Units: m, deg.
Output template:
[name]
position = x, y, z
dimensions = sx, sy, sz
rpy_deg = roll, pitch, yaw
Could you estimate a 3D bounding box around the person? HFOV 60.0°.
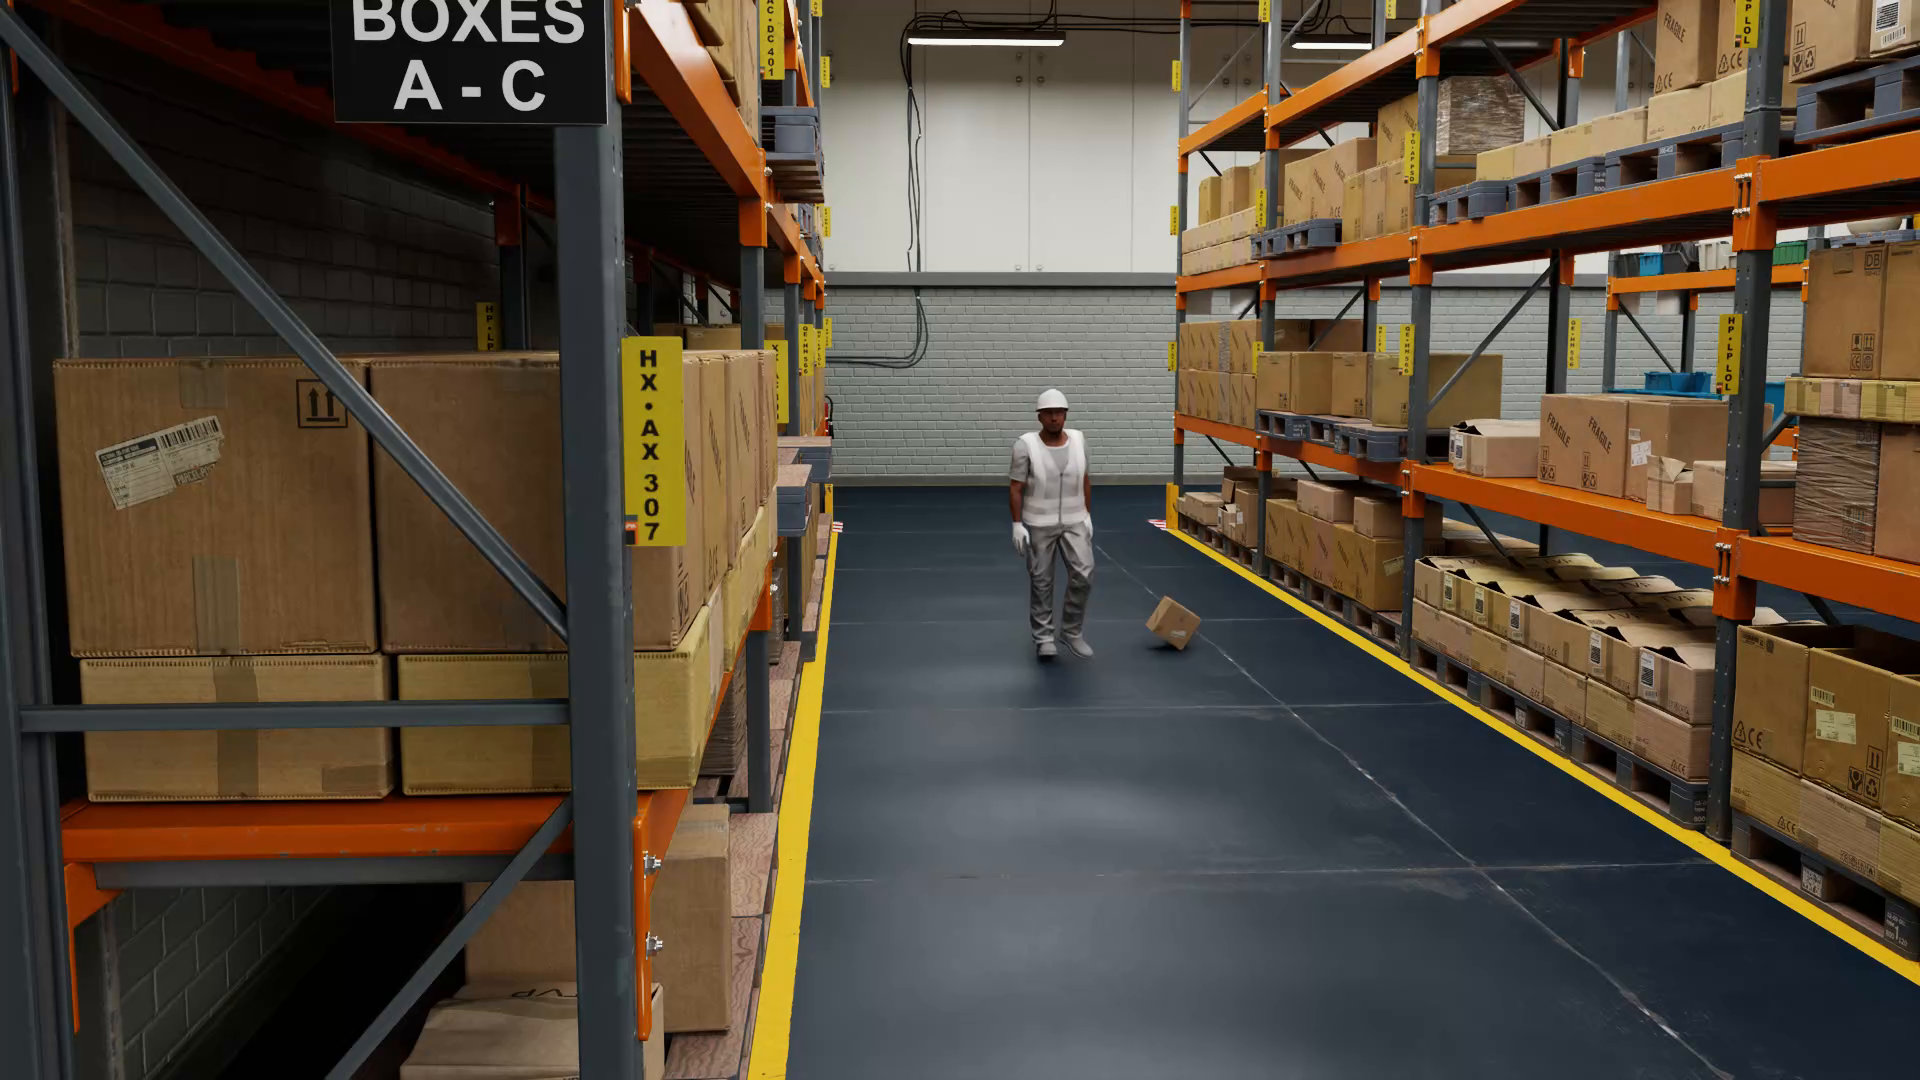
[person]
position = 0.606, -0.101, 10.842
dimensions = 0.594, 1.763, 0.513
rpy_deg = -1, 7, -10
